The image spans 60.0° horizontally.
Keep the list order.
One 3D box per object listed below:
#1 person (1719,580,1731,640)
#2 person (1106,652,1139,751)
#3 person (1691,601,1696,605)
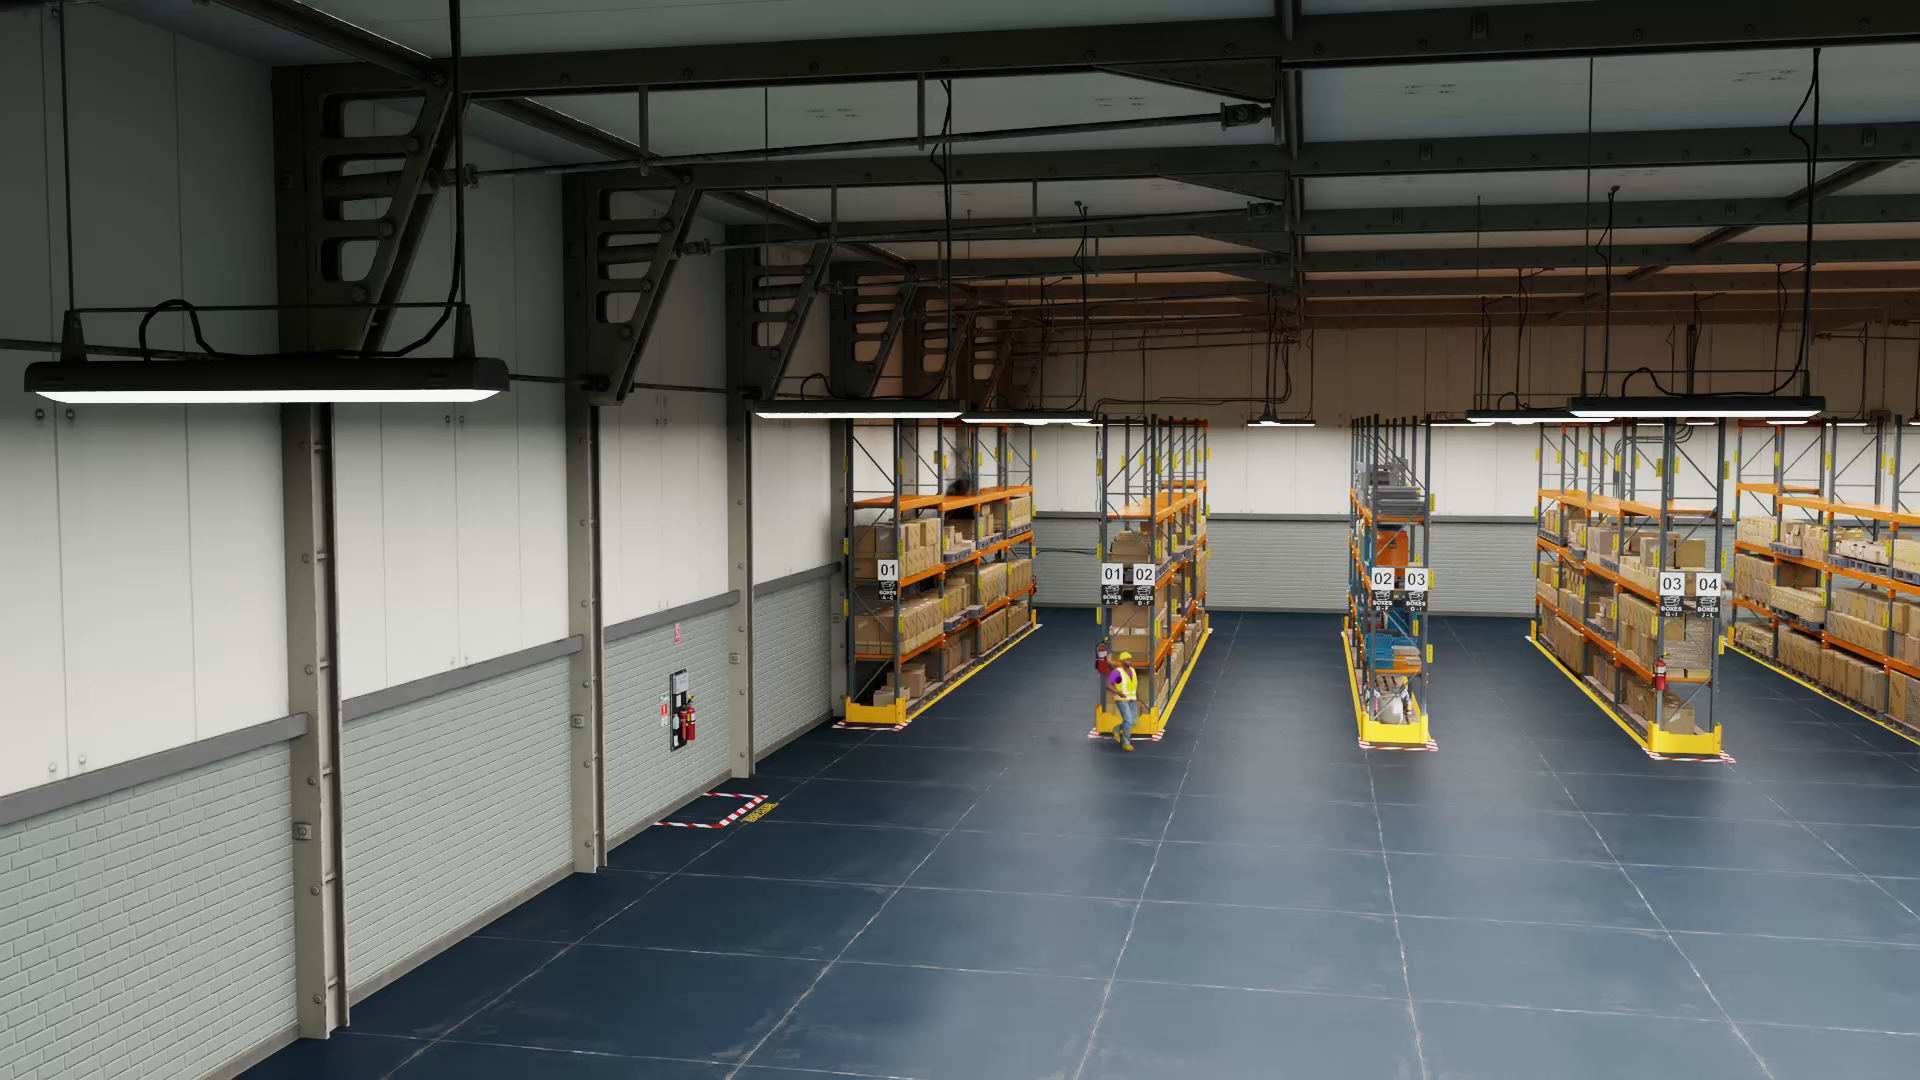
[{"bbox_3d":[20.678,1.909,45.030,0.633,1.632,0.574,0,4,-2],"label":"person"},{"bbox_3d":[2.942,2.883,29.853,0.746,1.744,0.625,-3,5,-38],"label":"person"},{"bbox_3d":[20.169,1.877,45.125,0.909,1.708,0.688,-1,4,-15],"label":"person"}]
